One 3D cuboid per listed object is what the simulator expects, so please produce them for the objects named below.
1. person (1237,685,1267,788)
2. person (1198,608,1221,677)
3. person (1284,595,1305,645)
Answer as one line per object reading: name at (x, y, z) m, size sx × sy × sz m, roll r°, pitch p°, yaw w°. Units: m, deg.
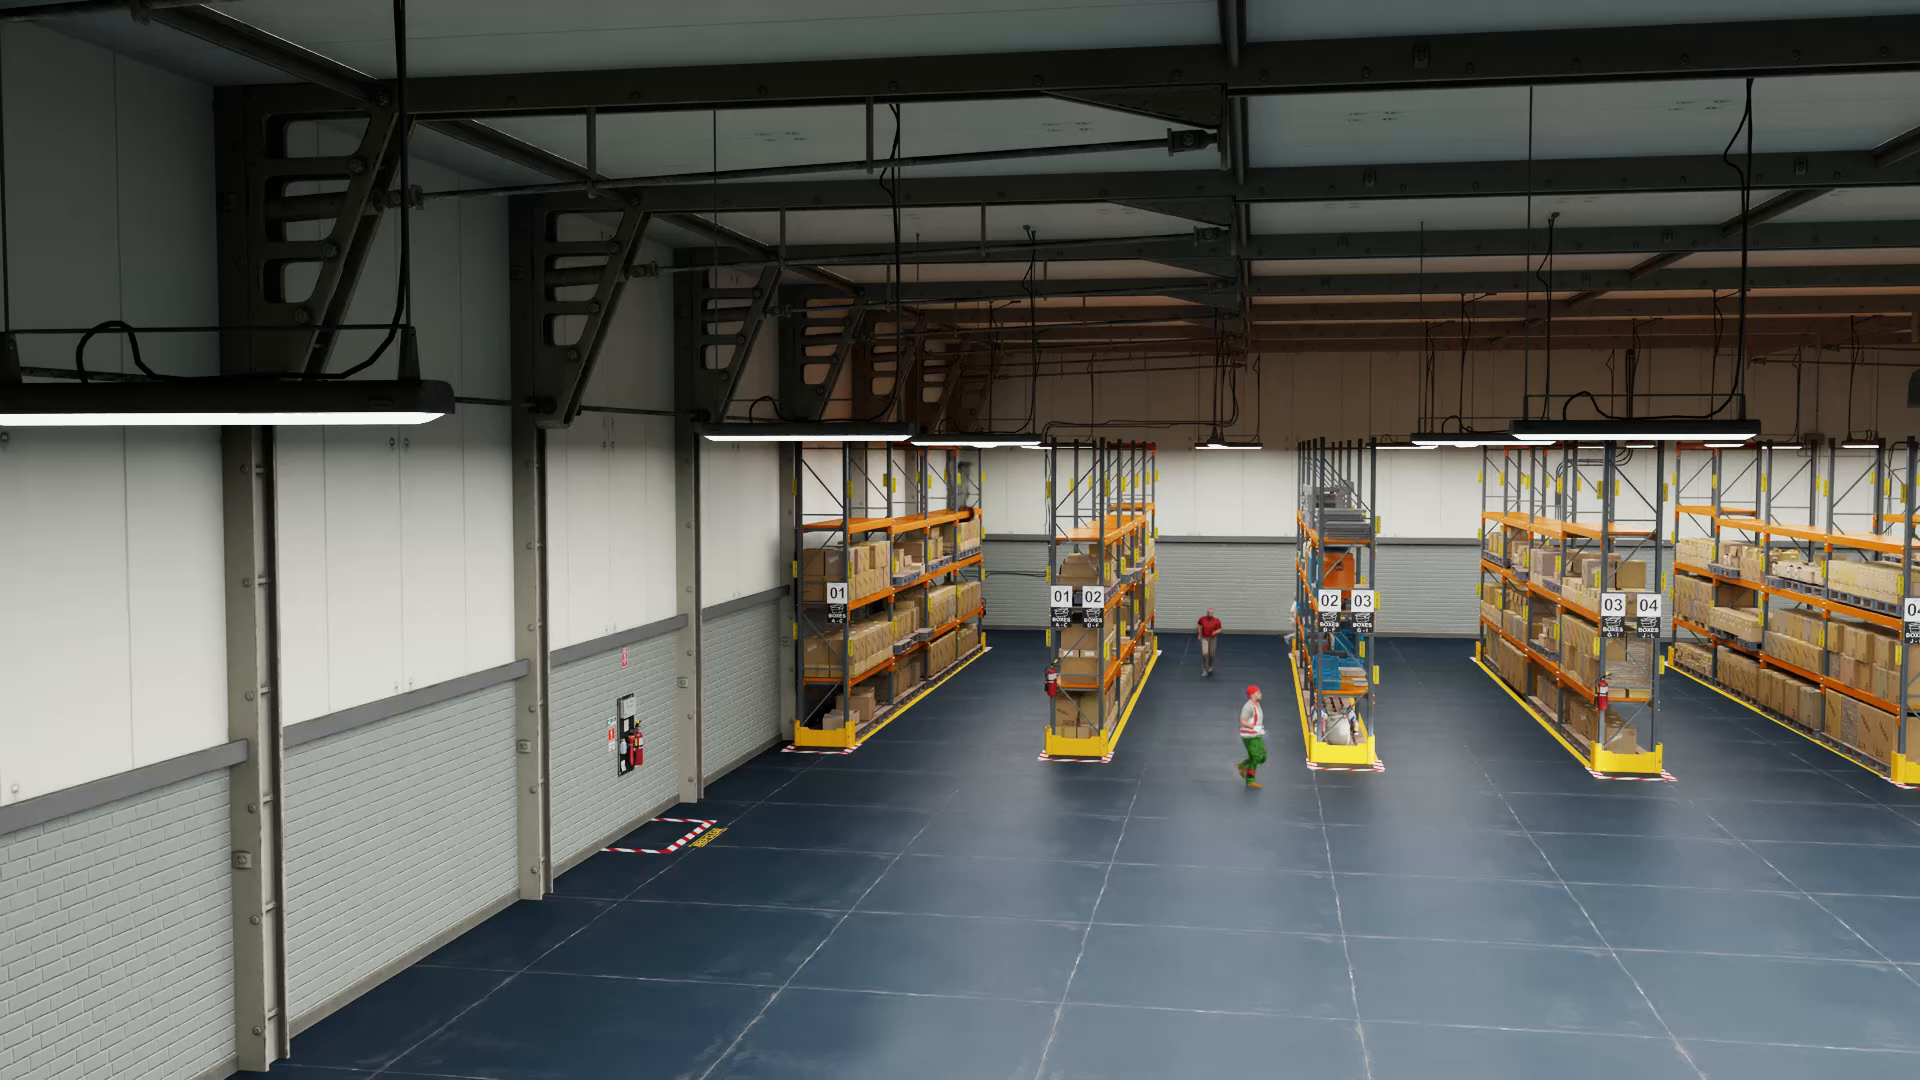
person at (4.970, 3.350, 28.353) m, size 0.636 × 1.752 × 0.643 m, roll 2°, pitch 4°, yaw 32°
person at (6.410, 2.627, 42.716) m, size 0.573 × 1.779 × 0.915 m, roll 0°, pitch 3°, yaw 2°
person at (9.669, 2.376, 48.083) m, size 0.658 × 1.667 × 0.612 m, roll 2°, pitch 3°, yaw 29°
